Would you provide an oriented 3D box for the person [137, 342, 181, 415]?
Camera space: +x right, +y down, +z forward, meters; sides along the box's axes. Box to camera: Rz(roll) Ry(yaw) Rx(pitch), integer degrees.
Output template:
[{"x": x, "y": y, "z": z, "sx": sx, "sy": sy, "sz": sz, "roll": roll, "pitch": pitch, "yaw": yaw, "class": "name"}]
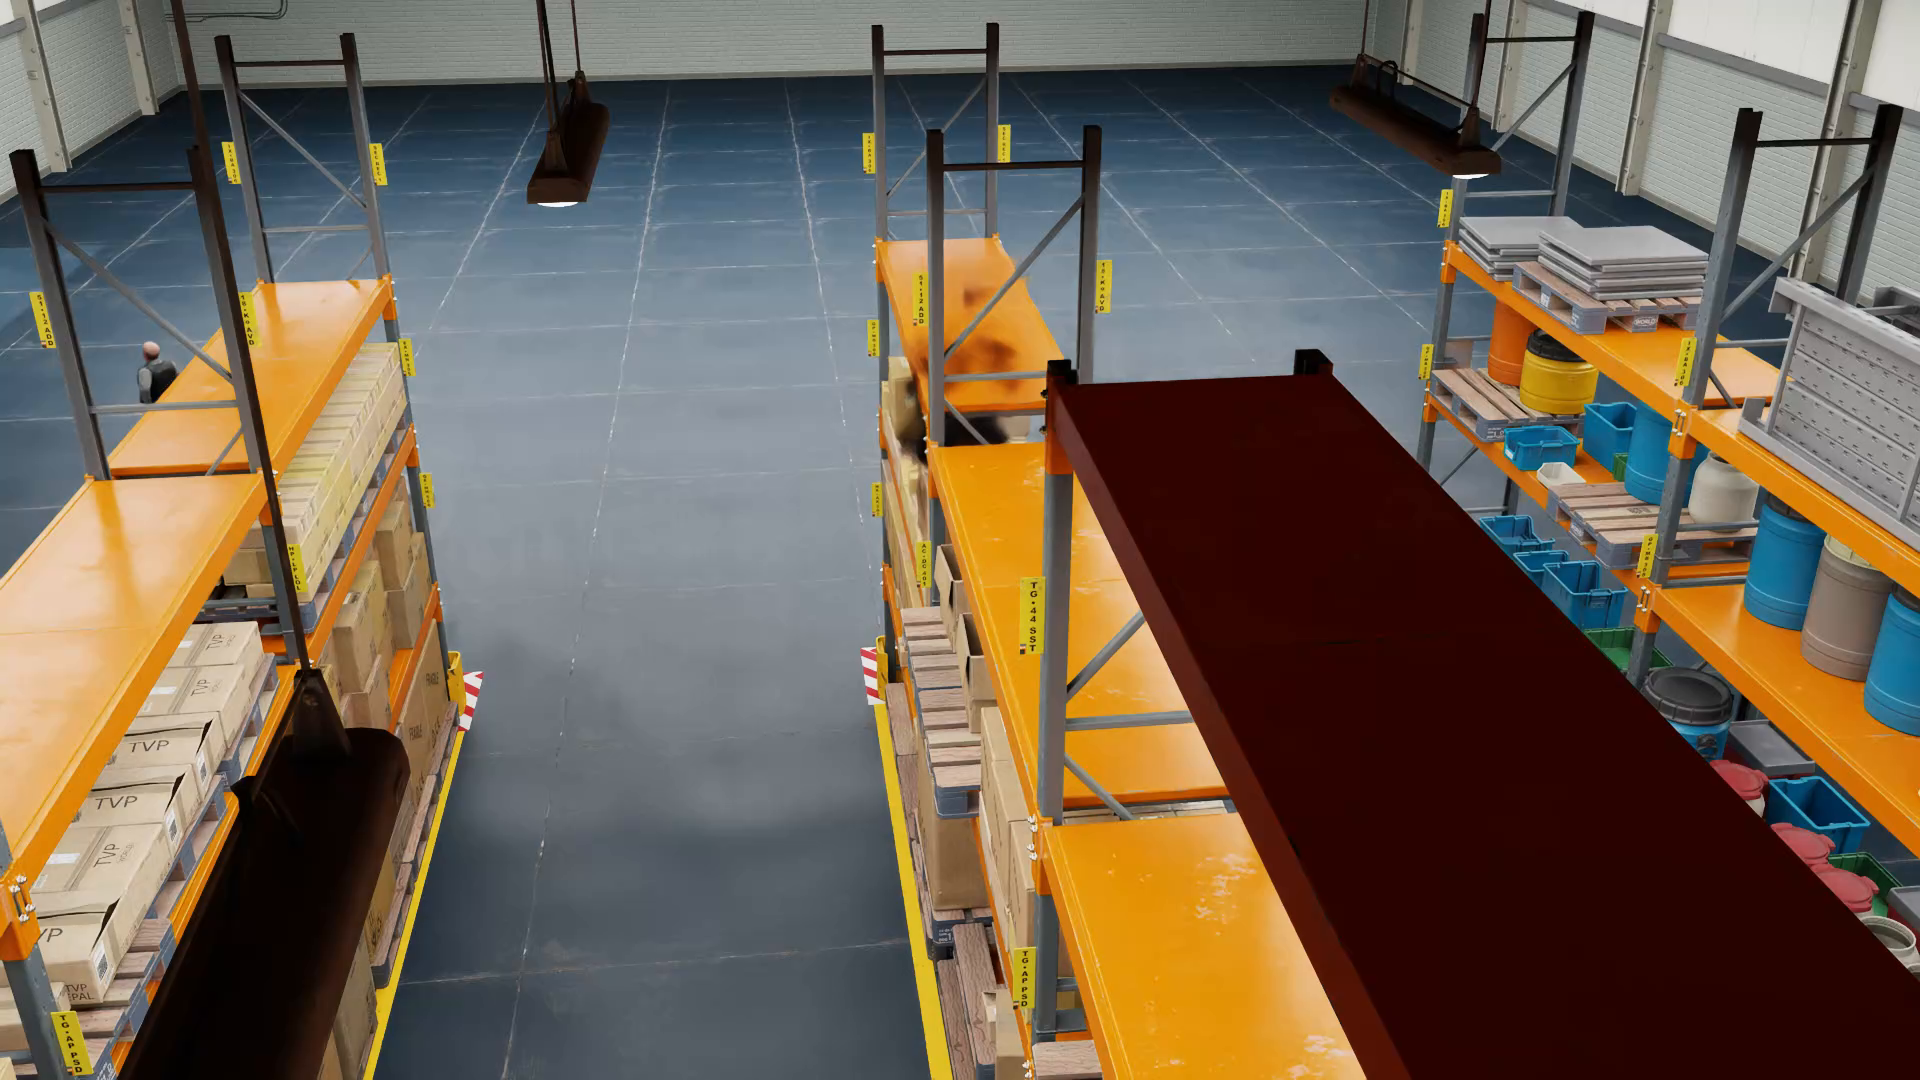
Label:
[{"x": -9.357, "y": -1.488, "z": 19.592, "sx": 0.882, "sy": 1.755, "sz": 0.650, "roll": 20, "pitch": 32, "yaw": 36, "class": "person"}]
